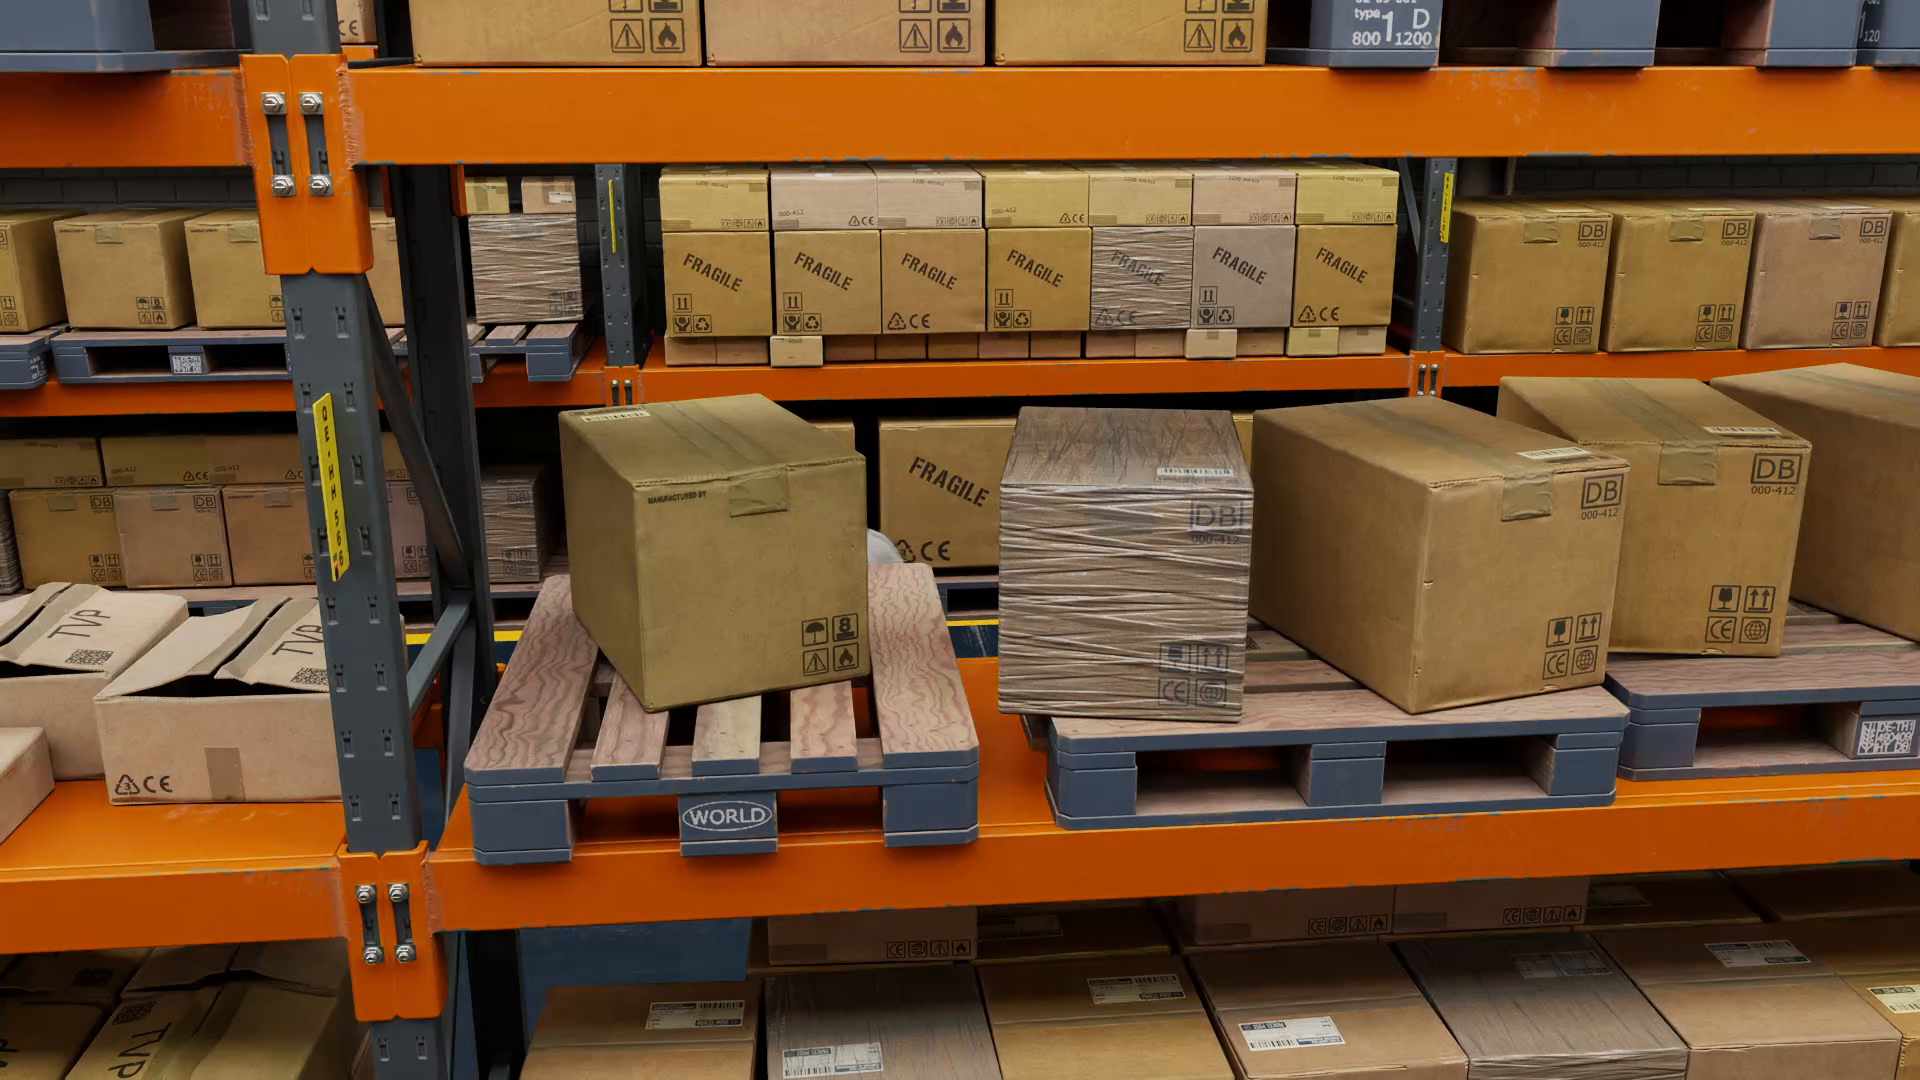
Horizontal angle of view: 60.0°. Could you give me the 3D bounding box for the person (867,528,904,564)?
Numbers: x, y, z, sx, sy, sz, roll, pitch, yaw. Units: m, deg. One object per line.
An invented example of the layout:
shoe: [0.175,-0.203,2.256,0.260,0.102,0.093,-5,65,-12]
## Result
person: [-0.672,0.340,7.370,0.867,0.798,0.424,-2,17,-8]
